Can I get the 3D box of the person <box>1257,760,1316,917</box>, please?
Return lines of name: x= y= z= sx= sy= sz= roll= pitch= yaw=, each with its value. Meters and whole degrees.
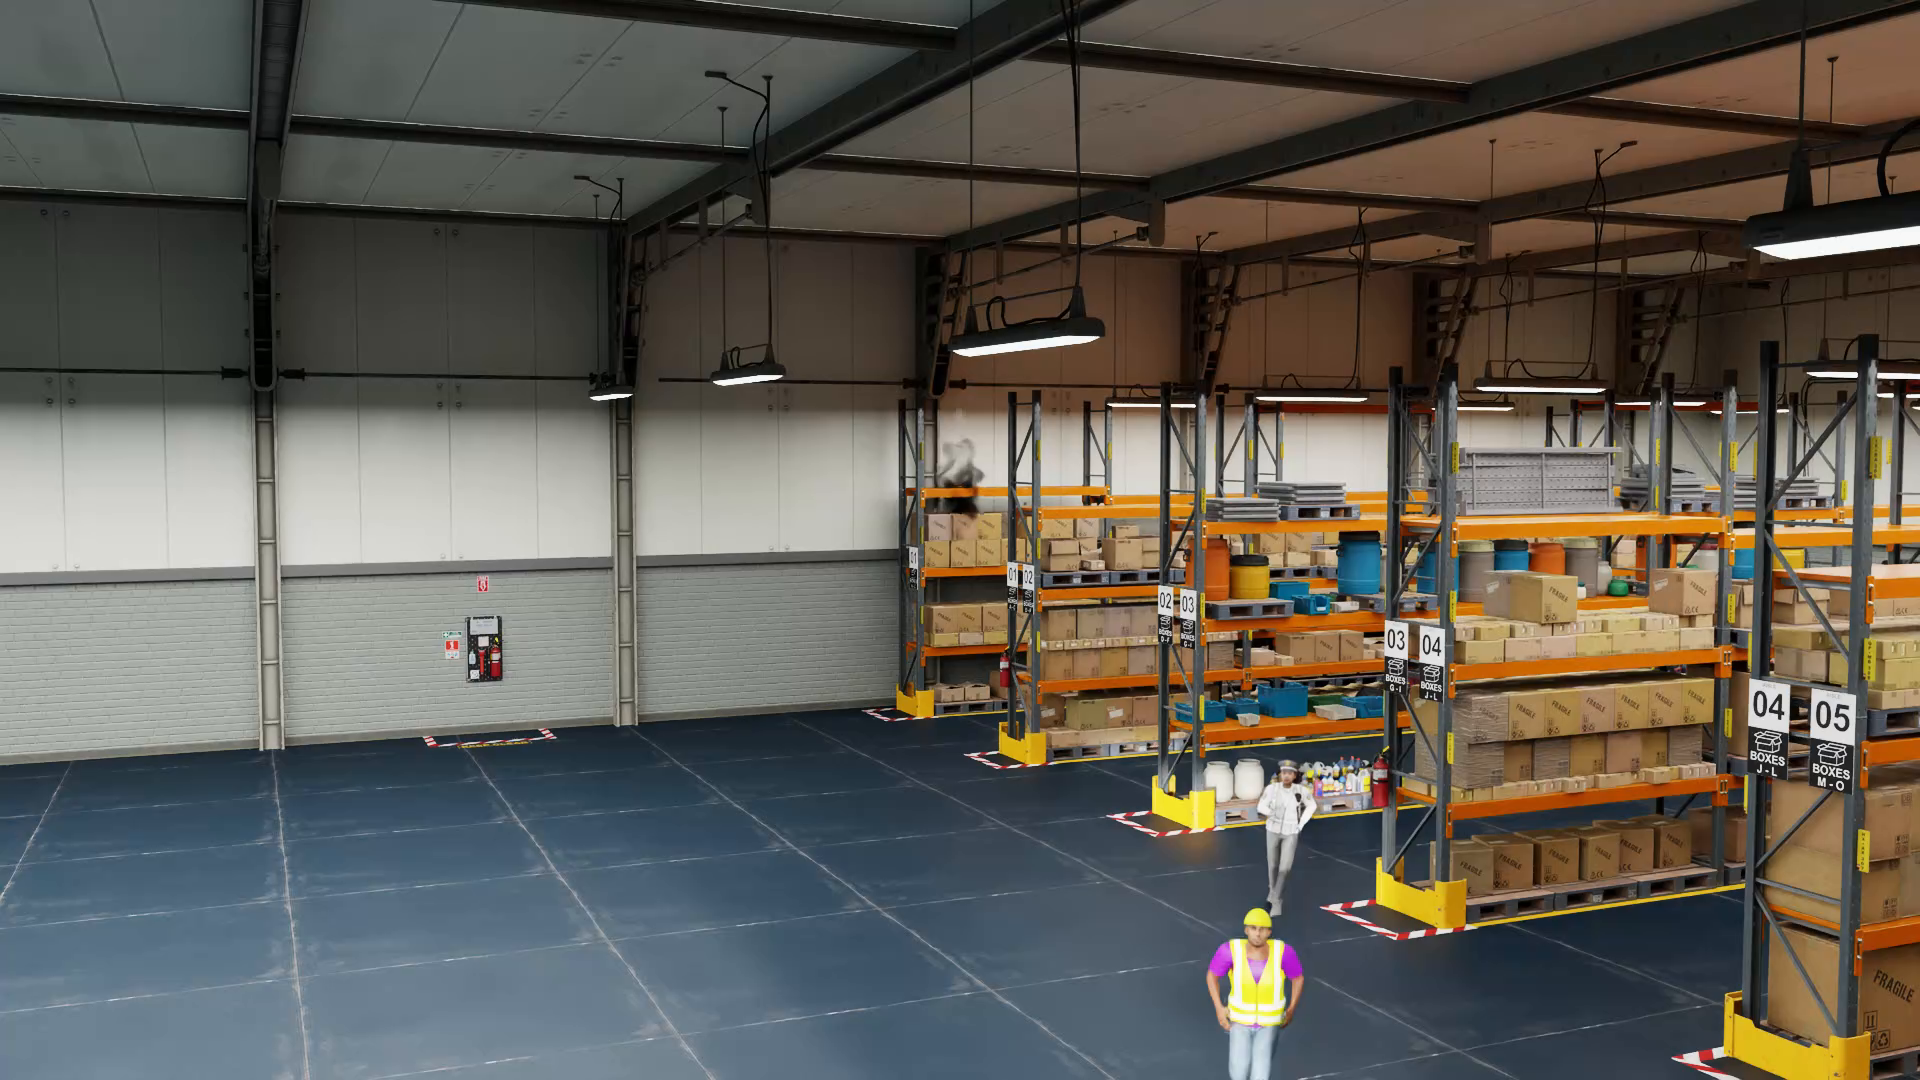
person: x=3.576 y=3.264 z=18.278 sx=0.612 sy=1.739 sz=0.713 roll=1 pitch=4 yaw=22

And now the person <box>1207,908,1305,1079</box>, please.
person: x=2.208 y=3.580 z=12.434 sx=0.724 sy=1.734 sz=0.729 roll=1 pitch=3 yaw=9
